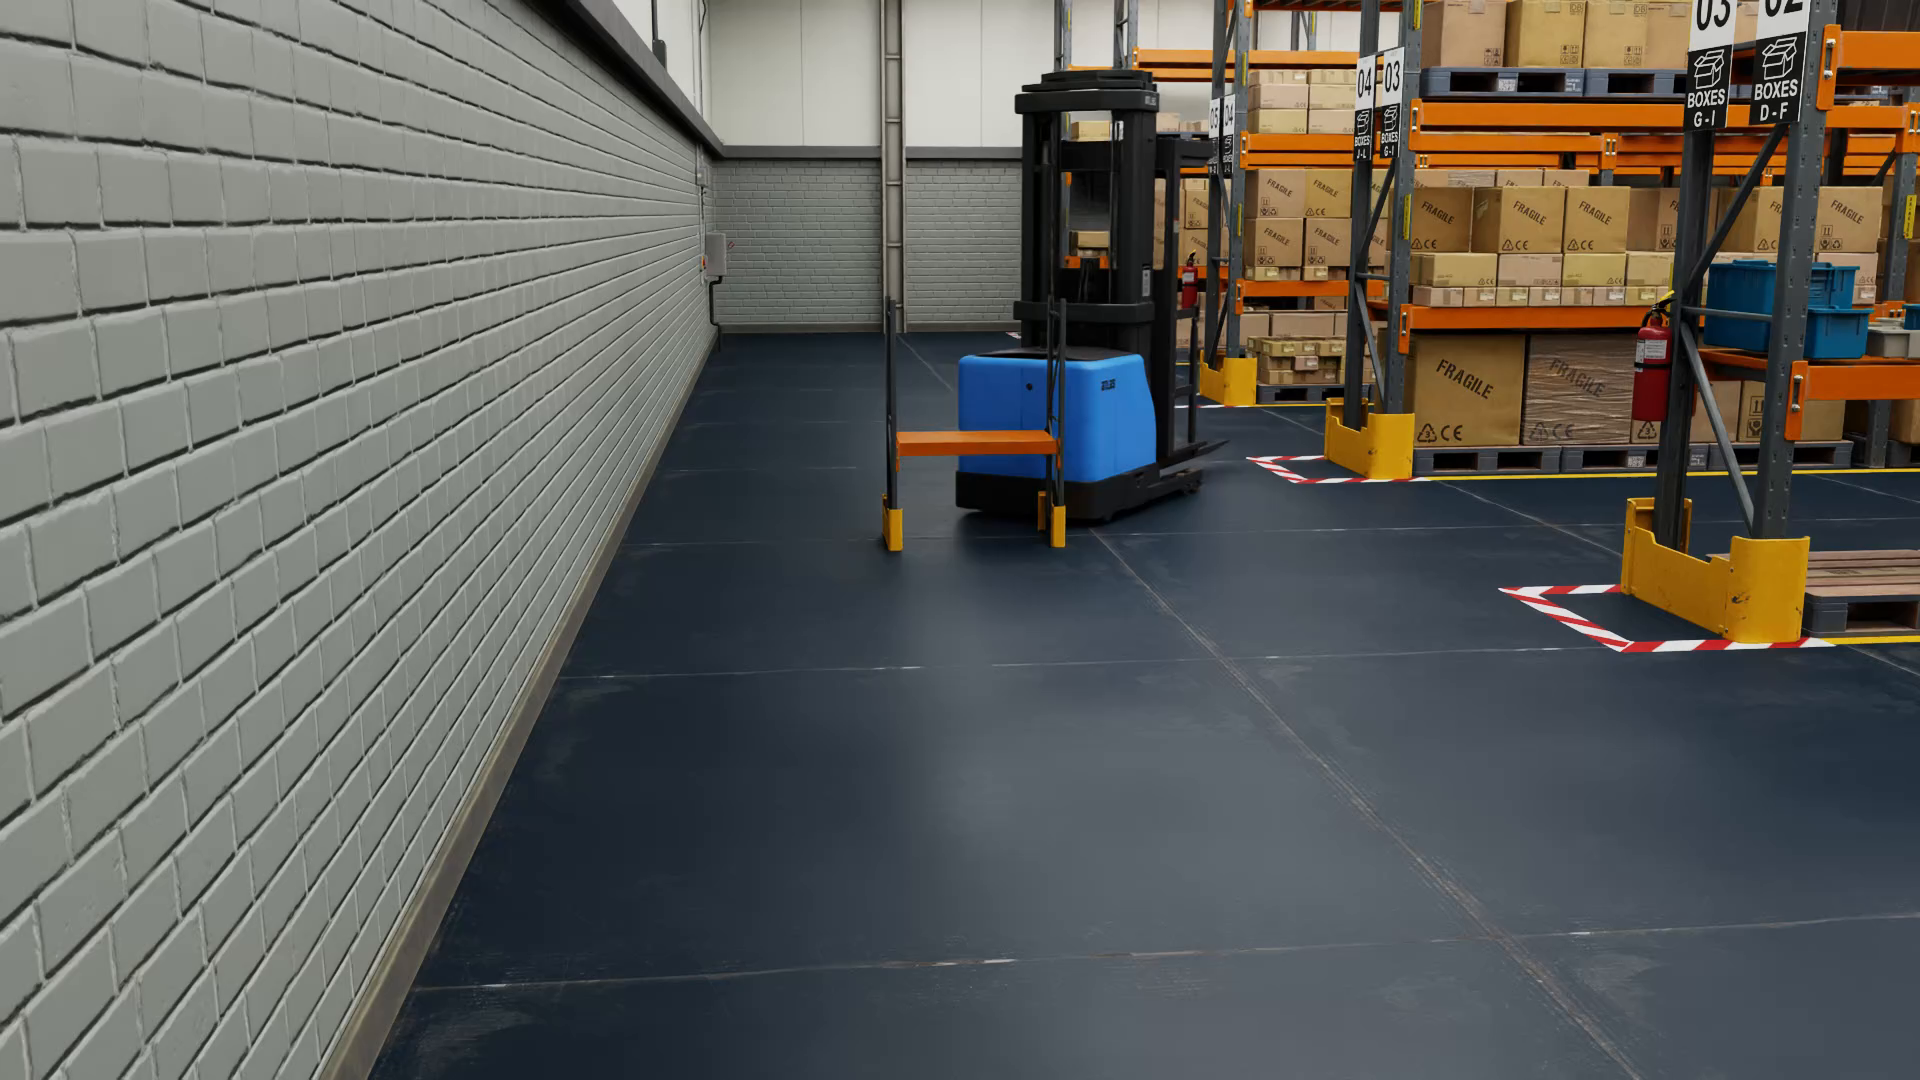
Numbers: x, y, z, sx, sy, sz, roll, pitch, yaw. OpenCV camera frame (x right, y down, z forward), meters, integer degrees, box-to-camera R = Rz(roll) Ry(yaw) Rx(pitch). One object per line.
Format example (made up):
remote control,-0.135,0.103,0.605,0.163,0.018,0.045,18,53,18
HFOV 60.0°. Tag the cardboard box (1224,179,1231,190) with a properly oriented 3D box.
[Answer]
cardboard box,3.622,-4.787,22.410,0.250,0.149,0.380,-1,11,-6

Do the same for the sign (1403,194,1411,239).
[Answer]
sign,3.325,-2.405,12.374,0.005,0.325,0.100,-1,11,-6

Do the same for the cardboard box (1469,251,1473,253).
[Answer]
cardboard box,4.228,-2.191,13.356,0.500,0.250,0.500,-1,11,-7

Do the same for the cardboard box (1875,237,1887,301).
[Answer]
cardboard box,7.683,-2.242,13.737,0.500,0.500,0.500,-1,11,-6

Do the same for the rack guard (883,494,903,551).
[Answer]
rack guard,-0.419,-0.114,10.299,0.087,0.250,0.587,-1,11,-6

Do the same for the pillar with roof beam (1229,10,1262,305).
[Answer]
pillar with roof beam,5.313,-7.259,23.966,0.400,9.000,9.100,-1,11,-6

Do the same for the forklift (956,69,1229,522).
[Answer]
forklift,1.126,-1.797,11.909,1.130,2.935,3.031,6,13,28

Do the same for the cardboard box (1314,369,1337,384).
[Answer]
cardboard box,3.889,-1.785,17.974,0.250,0.149,0.380,-1,11,-5

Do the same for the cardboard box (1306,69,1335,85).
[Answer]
cardboard box,3.715,-4.797,17.273,0.250,0.149,0.380,-1,11,-6

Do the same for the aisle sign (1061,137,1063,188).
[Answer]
aisle sign,1.625,-6.118,26.971,0.004,0.787,0.394,-1,11,-6

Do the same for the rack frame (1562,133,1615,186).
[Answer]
rack frame,6.812,-3.084,18.280,0.127,3.000,1.000,-1,11,-6

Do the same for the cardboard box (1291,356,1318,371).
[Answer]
cardboard box,3.663,-1.910,17.841,0.250,0.149,0.380,-1,11,-6

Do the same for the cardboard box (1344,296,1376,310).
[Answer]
cardboard box,6.671,-3.943,28.038,0.500,0.500,0.500,-1,11,-7

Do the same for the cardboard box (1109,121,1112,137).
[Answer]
cardboard box,2.637,-6.657,27.001,0.500,0.250,0.500,-1,11,-6

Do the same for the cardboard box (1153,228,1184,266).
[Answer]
cardboard box,2.709,-3.952,22.435,0.500,0.500,0.500,-1,11,-7

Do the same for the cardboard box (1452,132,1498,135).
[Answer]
cardboard box,5.351,-4.401,17.593,0.500,0.250,0.500,-1,11,-7

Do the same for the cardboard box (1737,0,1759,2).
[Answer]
cardboard box,6.312,-4.256,12.916,0.500,0.250,0.500,-2,11,-10

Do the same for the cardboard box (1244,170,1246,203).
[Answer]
cardboard box,3.264,-3.744,18.012,0.500,0.500,0.500,-1,11,-7

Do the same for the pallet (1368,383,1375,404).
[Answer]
pallet,4.933,-1.669,18.311,1.213,0.211,1.003,-1,11,-6

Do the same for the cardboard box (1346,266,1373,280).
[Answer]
cardboard box,4.230,-2.863,17.804,0.250,0.149,0.380,-1,11,-7

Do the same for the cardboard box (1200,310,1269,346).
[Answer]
cardboard box,3.755,-2.950,23.153,0.875,0.438,0.875,-1,11,-5

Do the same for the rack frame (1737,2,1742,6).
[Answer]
rack frame,3.806,-4.041,7.596,0.127,3.000,1.000,-1,11,-6

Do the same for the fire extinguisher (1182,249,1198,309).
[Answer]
fire extinguisher,2.535,-2.863,18.323,0.183,0.674,0.296,-1,11,-6

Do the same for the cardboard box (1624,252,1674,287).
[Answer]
cardboard box,5.311,-2.112,12.952,0.500,0.250,0.500,-1,11,-7

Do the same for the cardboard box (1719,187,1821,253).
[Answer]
cardboard box,6.321,-2.501,12.985,0.500,0.500,0.500,-1,11,-5

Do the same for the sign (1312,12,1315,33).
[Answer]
sign,5.678,-8.319,26.731,0.005,0.325,0.100,-1,11,-6

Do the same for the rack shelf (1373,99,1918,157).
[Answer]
rack shelf,5.259,-3.208,12.999,4.000,0.370,1.077,-1,11,-6

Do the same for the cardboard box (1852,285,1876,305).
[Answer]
cardboard box,6.980,-1.938,13.103,0.250,0.149,0.380,-1,11,-6

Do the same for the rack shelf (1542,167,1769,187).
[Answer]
rack shelf,11.602,-6.227,28.355,4.000,0.370,1.077,-1,11,-6

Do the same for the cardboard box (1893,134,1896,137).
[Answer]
cardboard box,10.249,-4.628,18.096,0.500,0.500,0.500,-1,11,-6

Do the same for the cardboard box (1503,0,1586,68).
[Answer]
cardboard box,4.354,-3.833,12.707,0.500,0.500,0.700,-2,11,-8

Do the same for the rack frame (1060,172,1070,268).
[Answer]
rack frame,1.661,-4.900,27.515,0.127,3.000,1.000,-1,11,-6

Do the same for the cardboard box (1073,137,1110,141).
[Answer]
cardboard box,2.132,-6.401,26.992,0.500,0.250,0.500,-1,11,-7

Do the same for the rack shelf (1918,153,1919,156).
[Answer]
rack shelf,12.777,-4.328,18.695,4.000,0.370,1.077,-1,11,-6

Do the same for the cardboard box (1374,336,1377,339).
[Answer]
cardboard box,4.634,-2.177,18.426,0.250,0.149,0.380,-2,11,-8

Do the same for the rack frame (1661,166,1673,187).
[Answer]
rack frame,10.154,-4.115,23.521,0.127,3.000,1.000,-1,11,-6

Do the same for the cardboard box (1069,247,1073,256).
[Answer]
cardboard box,1.961,-4.835,27.836,0.250,0.149,0.380,-1,11,-7

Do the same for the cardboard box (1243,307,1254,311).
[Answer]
cardboard box,4.760,-3.772,27.779,0.258,0.266,0.396,-1,11,-4

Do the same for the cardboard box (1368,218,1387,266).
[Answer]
cardboard box,4.330,-3.176,17.717,0.500,0.500,0.500,-1,11,-5

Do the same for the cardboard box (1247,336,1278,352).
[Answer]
cardboard box,3.335,-2.159,18.336,0.250,0.149,0.380,-1,11,-5

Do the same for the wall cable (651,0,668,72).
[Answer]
wall cable,-2.723,-7.113,14.881,0.120,5.999,2.277,-1,11,-6

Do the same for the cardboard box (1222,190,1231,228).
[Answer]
cardboard box,3.732,-4.467,22.464,0.500,0.500,0.500,-1,11,-7

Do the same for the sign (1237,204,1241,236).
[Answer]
sign,2.894,-3.321,17.243,0.005,0.325,0.100,-1,11,-6

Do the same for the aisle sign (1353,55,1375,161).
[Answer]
aisle sign,3.167,-3.379,13.041,0.004,0.787,0.394,-1,11,-6

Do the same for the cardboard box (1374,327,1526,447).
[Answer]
cardboard box,3.898,-1.240,13.317,0.875,0.875,0.875,-1,11,-6

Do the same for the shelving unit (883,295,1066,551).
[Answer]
shelving unit,0.076,-0.738,10.231,1.083,1.500,0.587,-1,11,-6

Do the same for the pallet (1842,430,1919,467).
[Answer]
pallet,8.006,-0.793,13.855,1.213,0.211,1.003,-1,11,-6

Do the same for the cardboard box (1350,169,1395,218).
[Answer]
cardboard box,4.331,-3.663,17.603,0.500,0.500,0.500,-1,11,-7

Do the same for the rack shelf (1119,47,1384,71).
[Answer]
rack shelf,4.189,-6.384,22.415,4.000,0.370,1.077,-1,11,-6

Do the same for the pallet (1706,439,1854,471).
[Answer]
pallet,6.483,-0.762,13.695,1.213,0.211,1.003,-1,11,-6

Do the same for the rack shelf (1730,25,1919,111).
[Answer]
rack shelf,5.794,-2.258,8.167,4.000,0.370,1.077,-1,11,-6

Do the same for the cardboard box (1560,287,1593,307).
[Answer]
cardboard box,4.681,-1.890,12.857,0.250,0.149,0.380,-1,11,-7

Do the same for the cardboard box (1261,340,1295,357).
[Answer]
cardboard box,3.393,-2.046,17.757,0.250,0.149,0.380,-2,11,-9

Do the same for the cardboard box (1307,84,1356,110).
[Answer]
cardboard box,3.819,-4.615,17.382,0.500,0.250,0.500,-1,11,-7

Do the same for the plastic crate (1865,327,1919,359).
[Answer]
plastic crate,4.415,-0.930,7.853,0.298,0.136,0.250,-1,11,-6
